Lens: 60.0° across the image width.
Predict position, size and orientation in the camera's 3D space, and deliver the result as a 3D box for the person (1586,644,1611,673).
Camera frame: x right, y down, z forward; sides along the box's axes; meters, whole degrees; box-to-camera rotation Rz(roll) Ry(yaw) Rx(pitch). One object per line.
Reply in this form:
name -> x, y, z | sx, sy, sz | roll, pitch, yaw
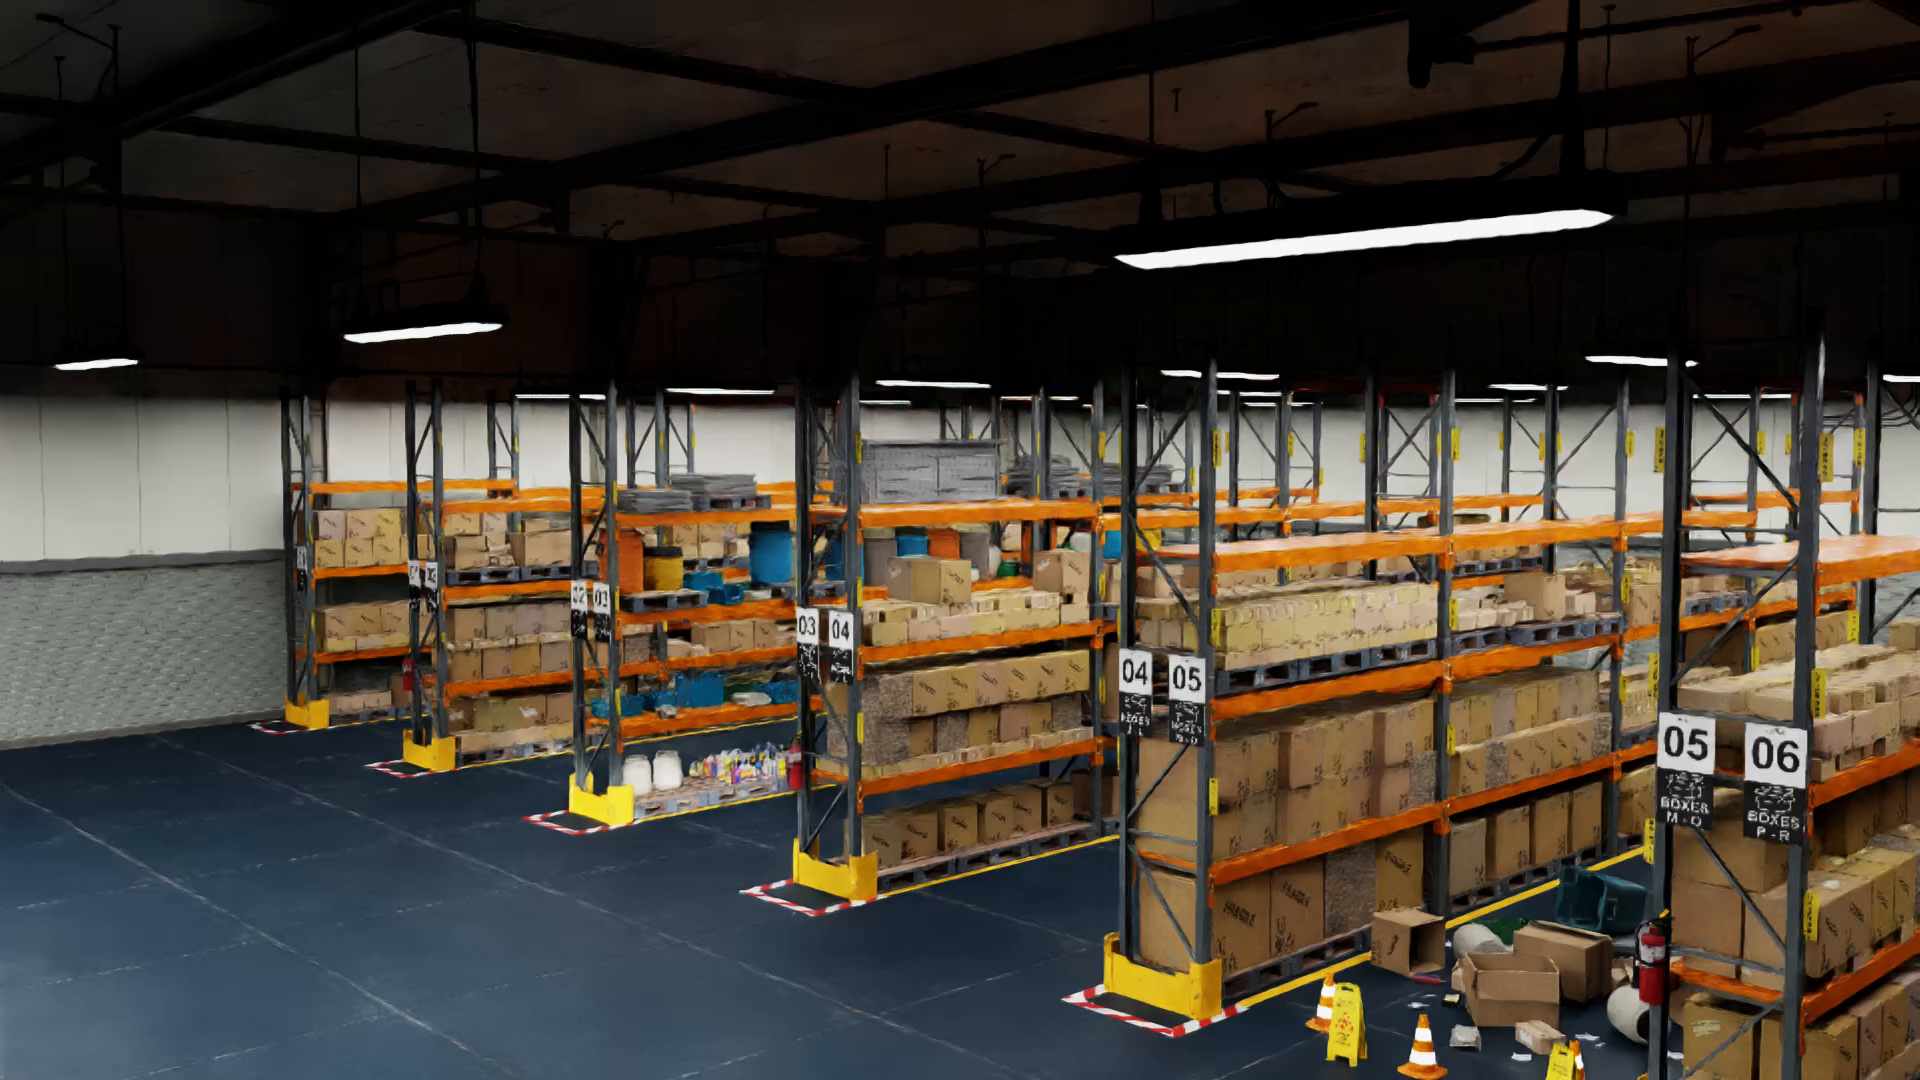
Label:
person -> 12.779, 2.145, 33.449 | 0.721, 1.780, 0.495 | 0, 4, 3
